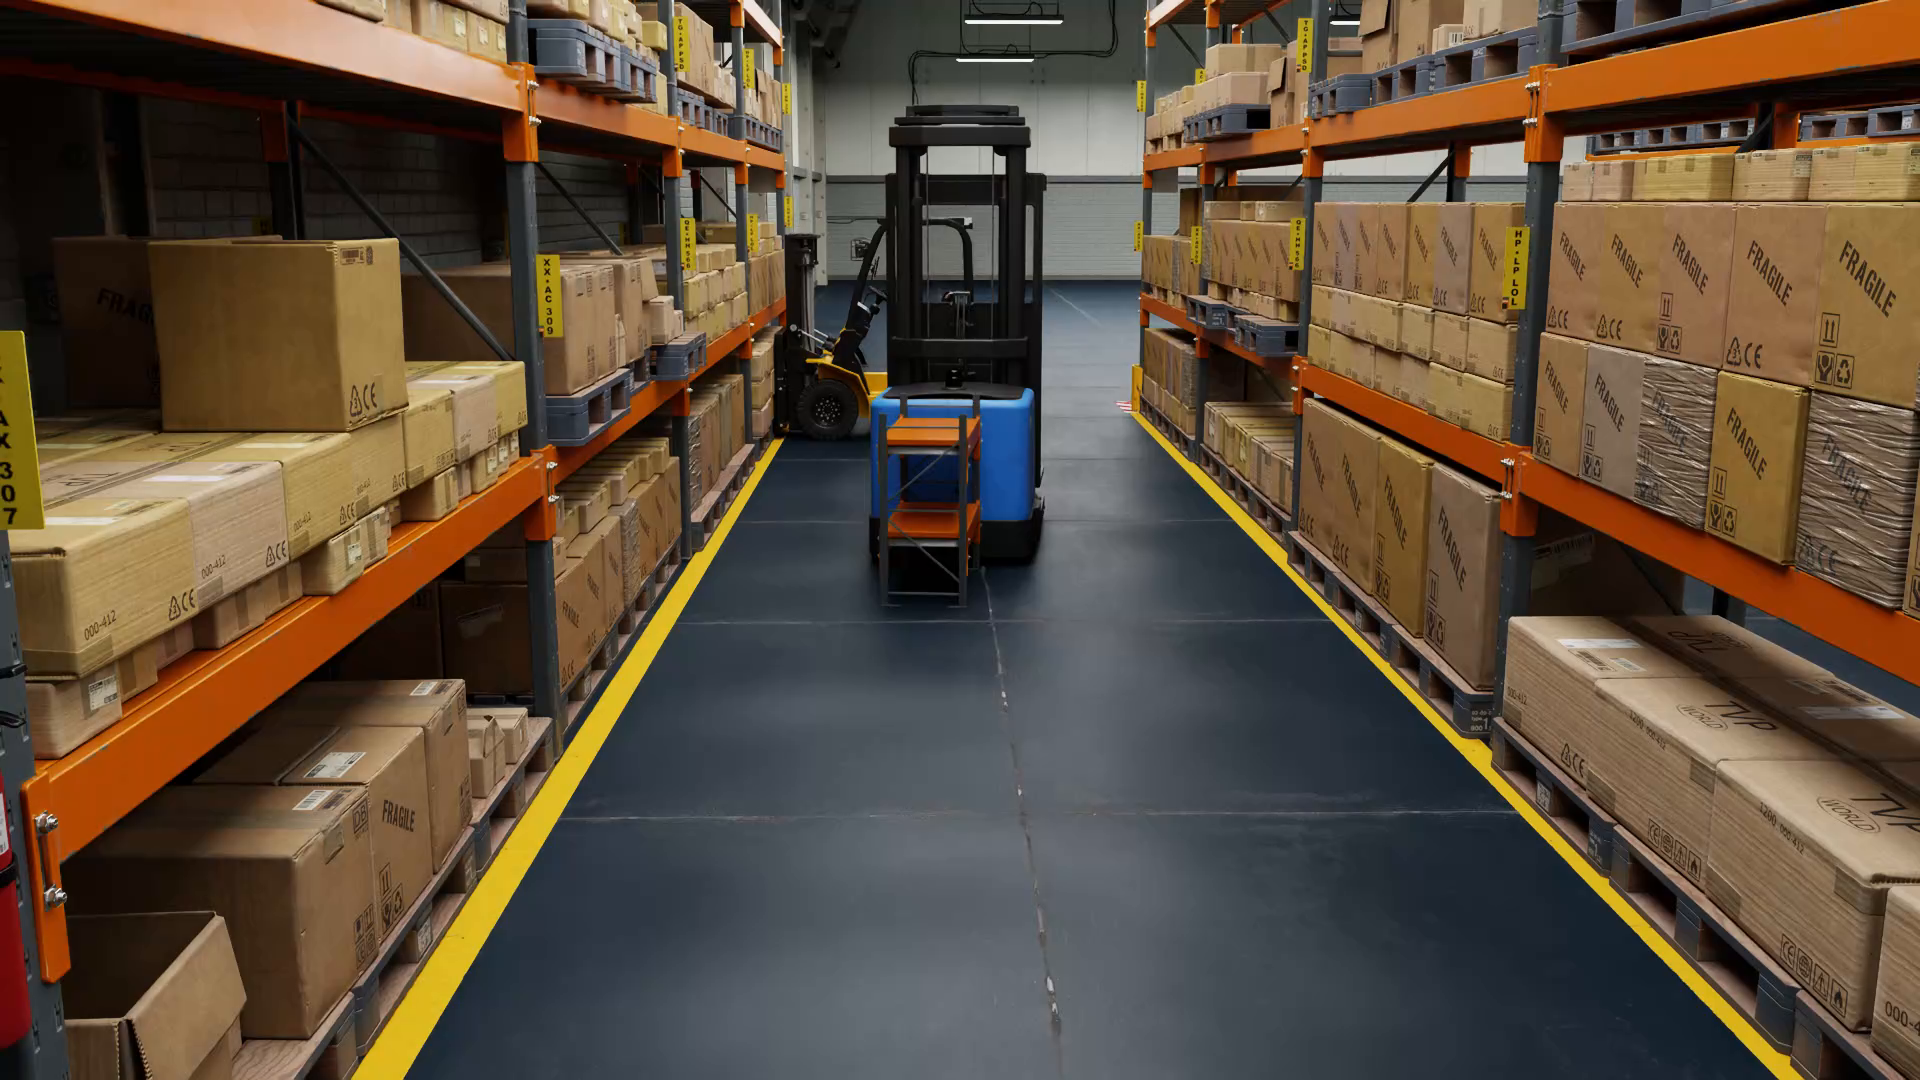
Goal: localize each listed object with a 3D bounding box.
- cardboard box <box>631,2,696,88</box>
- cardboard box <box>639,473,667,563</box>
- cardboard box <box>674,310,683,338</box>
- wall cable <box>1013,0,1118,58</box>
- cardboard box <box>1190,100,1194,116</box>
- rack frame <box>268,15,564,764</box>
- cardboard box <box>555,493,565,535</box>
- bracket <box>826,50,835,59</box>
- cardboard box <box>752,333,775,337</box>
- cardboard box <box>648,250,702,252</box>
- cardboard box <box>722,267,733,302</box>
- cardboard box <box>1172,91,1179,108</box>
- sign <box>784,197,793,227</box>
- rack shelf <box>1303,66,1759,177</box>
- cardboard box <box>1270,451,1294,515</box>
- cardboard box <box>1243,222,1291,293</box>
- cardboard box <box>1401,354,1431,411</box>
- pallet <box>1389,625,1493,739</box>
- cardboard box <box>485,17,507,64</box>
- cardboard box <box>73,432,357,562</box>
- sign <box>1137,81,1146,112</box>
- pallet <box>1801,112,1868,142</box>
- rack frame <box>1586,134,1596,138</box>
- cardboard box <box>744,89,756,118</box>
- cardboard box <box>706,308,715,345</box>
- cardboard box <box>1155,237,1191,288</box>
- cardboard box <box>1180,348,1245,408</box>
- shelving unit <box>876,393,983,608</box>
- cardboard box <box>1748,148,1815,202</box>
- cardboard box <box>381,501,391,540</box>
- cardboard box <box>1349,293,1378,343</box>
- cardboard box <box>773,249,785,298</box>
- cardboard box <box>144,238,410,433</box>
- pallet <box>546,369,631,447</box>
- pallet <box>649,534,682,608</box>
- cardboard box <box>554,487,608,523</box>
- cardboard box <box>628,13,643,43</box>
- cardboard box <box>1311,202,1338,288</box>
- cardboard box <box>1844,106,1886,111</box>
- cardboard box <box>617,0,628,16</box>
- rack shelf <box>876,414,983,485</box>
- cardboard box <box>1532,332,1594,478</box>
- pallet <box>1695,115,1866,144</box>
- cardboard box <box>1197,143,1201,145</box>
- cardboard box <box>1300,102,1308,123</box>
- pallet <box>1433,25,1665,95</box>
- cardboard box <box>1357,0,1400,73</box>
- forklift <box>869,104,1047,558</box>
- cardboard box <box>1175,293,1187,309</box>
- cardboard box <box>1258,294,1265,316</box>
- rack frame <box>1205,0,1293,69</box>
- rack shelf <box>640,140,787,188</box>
[{"bbox_3d":[-2.038,-3.260,10.978,0.500,0.500,0.500,0,11,-1],"label":"cardboard box"},{"bbox_3d":[-2.043,-0.139,9.929,0.500,0.500,0.500,0,11,-2],"label":"cardboard box"},{"bbox_3d":[-1.870,-1.294,9.970,0.380,0.149,0.250,0,11,0],"label":"cardboard box"},{"bbox_3d":[3.121,-15.490,48.945,3.097,2.526,0.112,0,11,-1],"label":"wall cable"},{"bbox_3d":[2.334,-3.786,14.762,0.500,0.250,0.500,0,11,-2],"label":"cardboard box"},{"bbox_3d":[-2.184,-0.546,6.704,1.000,3.000,0.127,0,11,-1],"label":"rack frame"},{"bbox_3d":[-1.979,-0.114,7.427,0.380,0.149,0.250,-1,11,-4],"label":"cardboard box"},{"bbox_3d":[-3.575,-13.375,45.802,0.235,0.232,0.430,0,11,-1],"label":"bracket"},{"bbox_3d":[-2.074,-1.987,17.155,0.500,0.250,0.500,0,11,0],"label":"cardboard box"},{"bbox_3d":[-2.118,-2.080,12.384,0.380,0.149,0.250,0,11,-1],"label":"cardboard box"},{"bbox_3d":[-2.061,-2.007,13.027,0.500,0.250,0.500,0,11,0],"label":"cardboard box"},{"bbox_3d":[2.261,-4.265,16.117,0.380,0.149,0.250,0,11,0],"label":"cardboard box"},{"bbox_3d":[-1.890,-3.614,18.320,0.100,0.325,0.005,0,11,-1],"label":"sign"},{"bbox_3d":[2.737,-2.082,8.541,1.077,0.370,4.000,0,11,-1],"label":"rack shelf"},{"bbox_3d":[2.694,-0.392,11.501,0.950,0.372,0.625,-1,12,-5],"label":"cardboard box"},{"bbox_3d":[2.375,-2.055,12.087,0.500,0.500,0.500,-1,12,-5],"label":"cardboard box"},{"bbox_3d":[2.516,-0.783,8.251,0.500,0.250,0.500,-1,11,-3],"label":"cardboard box"},{"bbox_3d":[2.687,0.647,7.840,1.003,0.211,1.213,0,11,-1],"label":"pallet"},{"bbox_3d":[-1.882,-1.822,6.084,0.380,0.149,0.250,0,11,-2],"label":"cardboard box"},{"bbox_3d":[-1.866,-0.115,4.210,0.500,0.250,0.500,0,11,-2],"label":"cardboard box"},{"bbox_3d":[1.988,-4.848,18.170,0.100,0.325,0.005,0,11,-1],"label":"sign"},{"bbox_3d":[7.628,-3.392,13.669,0.805,0.209,1.217,-1,11,-3],"label":"pallet"},{"bbox_3d":[7.477,-5.933,18.169,1.000,3.000,0.127,0,11,-1],"label":"rack frame"},{"bbox_3d":[-2.123,-3.983,15.021,0.500,0.311,0.500,0,11,0],"label":"cardboard box"},{"bbox_3d":[-2.055,-1.559,12.075,0.500,0.250,0.500,-1,11,-3],"label":"cardboard box"},{"bbox_3d":[2.288,-2.847,17.050,0.500,0.500,0.500,0,11,-2],"label":"cardboard box"},{"bbox_3d":[2.332,-1.499,15.378,0.500,0.500,0.500,0,11,-2],"label":"cardboard box"},{"bbox_3d":[-0.169,-0.265,10.034,0.538,1.125,1.048,1,12,5],"label":"shelving unit"},{"bbox_3d":[2.538,-1.057,4.827,0.380,0.149,0.250,0,11,-1],"label":"cardboard box"},{"bbox_3d":[-1.911,-0.053,4.909,0.380,0.149,0.250,0,11,-1],"label":"cardboard box"},{"bbox_3d":[2.467,-1.230,9.196,0.500,0.250,0.500,0,11,-1],"label":"cardboard box"},{"bbox_3d":[-2.160,-2.883,17.975,0.500,0.500,0.500,0,11,-2],"label":"cardboard box"},{"bbox_3d":[-1.873,-0.580,4.615,0.500,0.500,0.500,0,11,0],"label":"cardboard box"},{"bbox_3d":[-2.092,-0.611,7.508,1.003,0.211,1.213,0,11,-1],"label":"pallet"},{"bbox_3d":[-2.289,0.175,10.168,1.003,0.211,1.213,0,11,-1],"label":"pallet"},{"bbox_3d":[-2.015,-0.176,8.481,0.380,0.149,0.250,0,11,1],"label":"cardboard box"},{"bbox_3d":[-2.008,-2.906,9.420,0.380,0.149,0.250,-1,11,-3],"label":"cardboard box"},{"bbox_3d":[2.461,-1.802,10.130,0.500,0.500,0.500,-1,11,-3],"label":"cardboard box"},{"bbox_3d":[7.734,-3.709,13.822,0.500,0.250,0.500,0,11,-1],"label":"cardboard box"},{"bbox_3d":[-1.843,-2.660,8.158,0.380,0.149,0.250,0,11,-1],"label":"cardboard box"},{"bbox_3d":[-0.169,-0.551,9.976,0.538,0.278,1.000,1,12,5],"label":"rack shelf"},{"bbox_3d":[2.526,-0.521,6.333,0.500,0.500,0.500,0,11,1],"label":"cardboard box"},{"bbox_3d":[7.553,-3.787,15.358,1.003,0.211,1.213,0,11,-1],"label":"pallet"},{"bbox_3d":[2.301,-3.565,14.677,0.380,0.149,0.250,0,11,-1],"label":"cardboard box"},{"bbox_3d":[2.466,-2.820,11.002,0.380,0.149,0.250,0,11,-1],"label":"cardboard box"},{"bbox_3d":[2.710,-2.125,7.426,0.805,0.209,1.217,-1,11,-3],"label":"pallet"},{"bbox_3d":[2.854,-3.014,10.011,0.797,0.503,0.637,-1,12,-5],"label":"cardboard box"},{"bbox_3d":[0.051,-1.560,11.877,1.130,2.935,3.031,1,12,5],"label":"forklift"},{"bbox_3d":[2.277,-2.298,15.976,0.380,0.149,0.250,0,11,-2],"label":"cardboard box"},{"bbox_3d":[2.328,-1.662,11.781,0.380,0.149,0.250,-1,11,-4],"label":"cardboard box"},{"bbox_3d":[2.613,-5.097,14.050,1.000,3.000,0.127,0,11,-1],"label":"rack frame"},{"bbox_3d":[-2.391,-3.651,16.275,1.077,0.370,4.000,0,11,-1],"label":"rack shelf"}]
